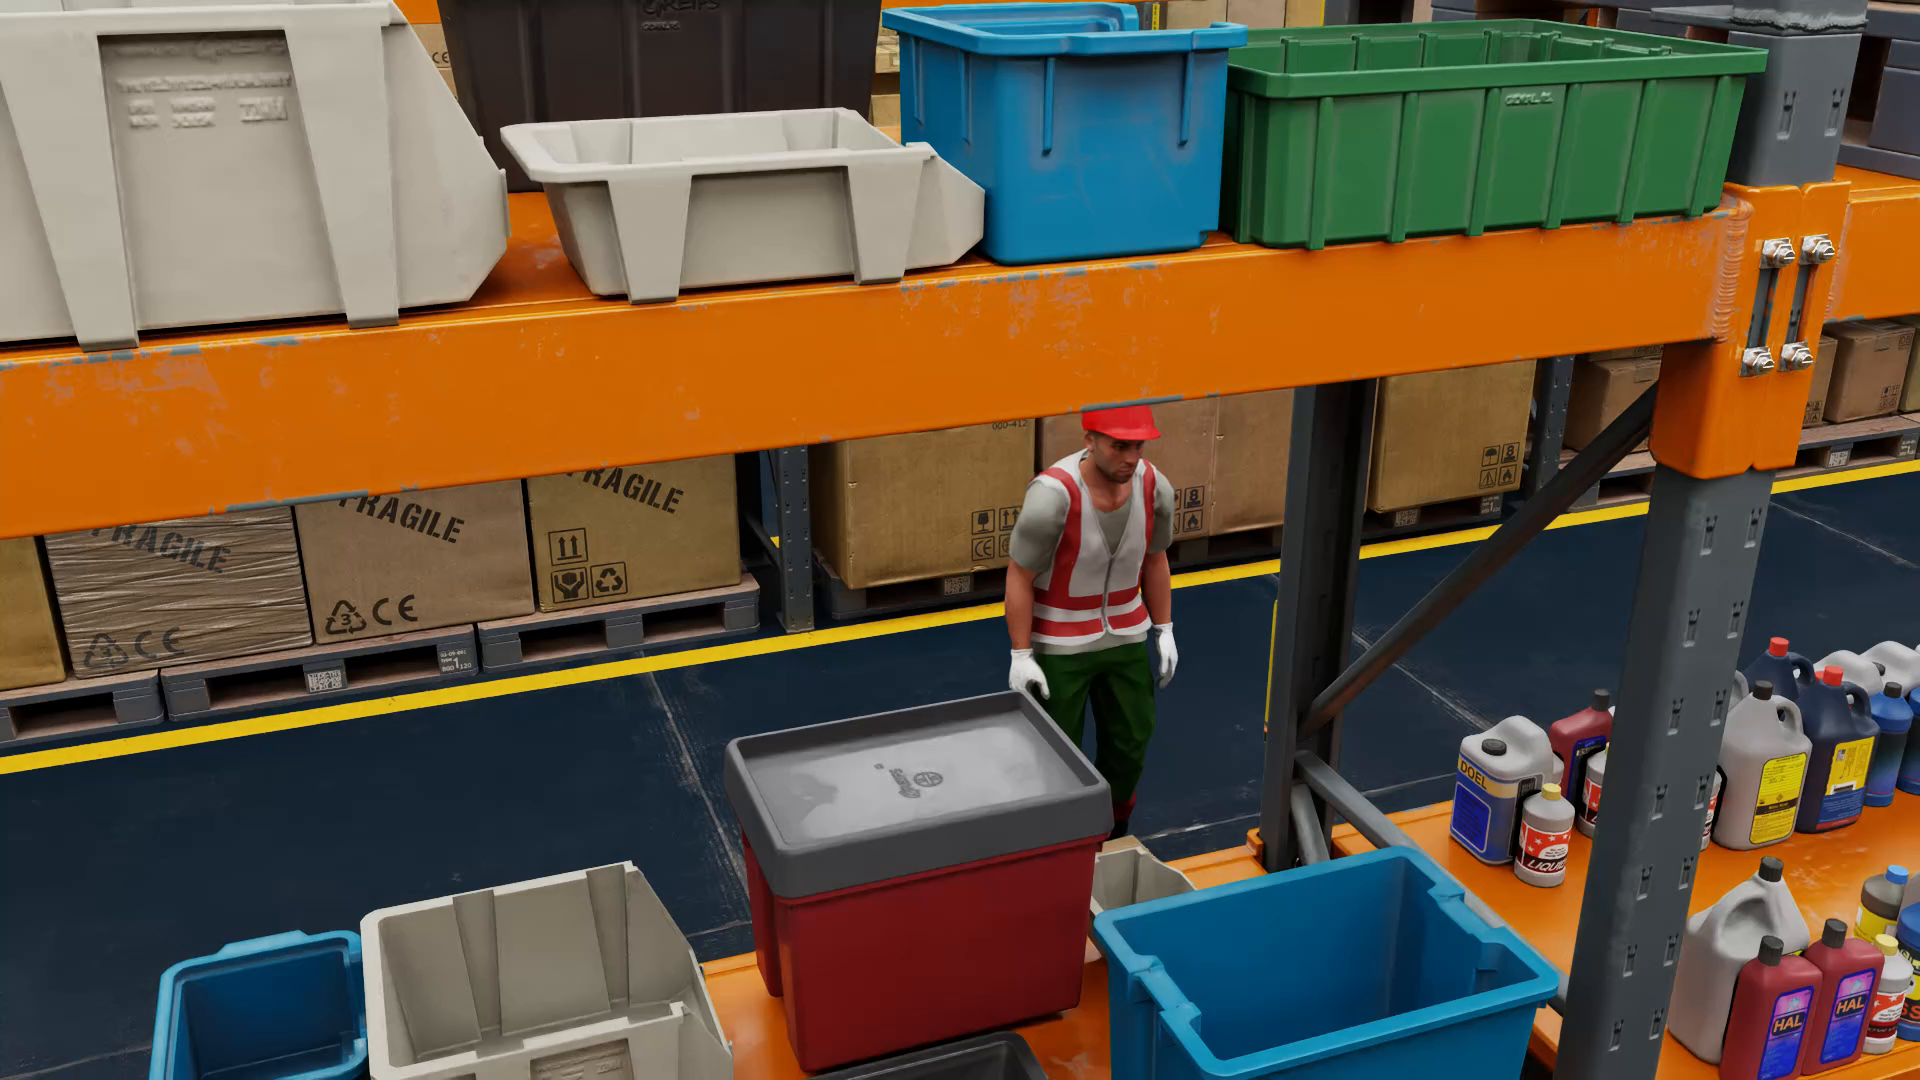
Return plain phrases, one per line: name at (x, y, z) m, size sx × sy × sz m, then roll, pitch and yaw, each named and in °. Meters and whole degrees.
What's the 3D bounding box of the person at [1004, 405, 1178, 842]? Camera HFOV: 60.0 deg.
person at (0.419, 0.350, 5.220) m, size 0.595 × 1.778 × 0.449 m, roll -9°, pitch 24°, yaw -21°
